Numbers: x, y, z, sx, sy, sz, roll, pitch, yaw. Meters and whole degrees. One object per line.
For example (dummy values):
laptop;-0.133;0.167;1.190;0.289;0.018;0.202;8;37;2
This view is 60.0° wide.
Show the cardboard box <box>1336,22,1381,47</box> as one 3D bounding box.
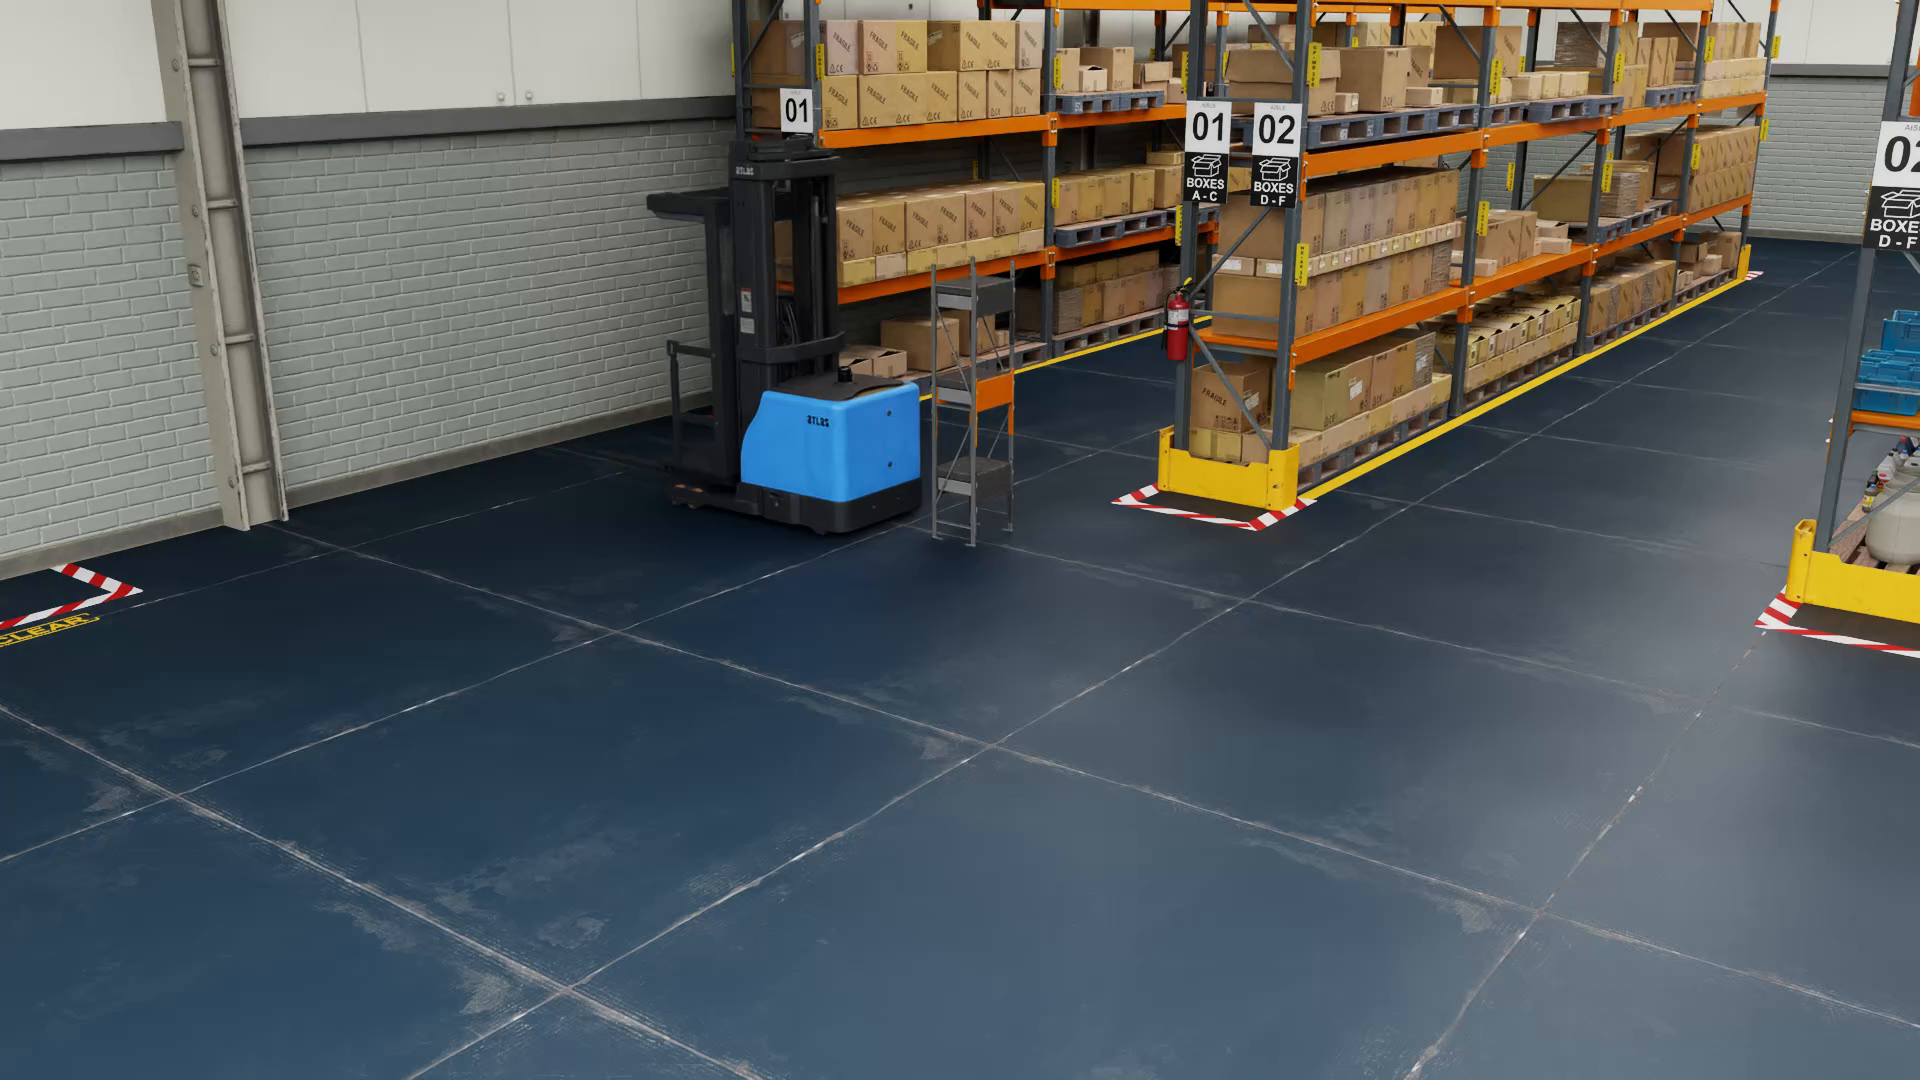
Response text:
cardboard box;6.061;-7.631;25.314;0.500;0.500;0.500;12;21;34

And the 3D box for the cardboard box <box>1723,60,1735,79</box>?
cardboard box;10.485;-6.577;23.218;0.500;0.250;0.500;12;21;35

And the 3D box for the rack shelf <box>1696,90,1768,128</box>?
rack shelf;10.584;-6.235;23.918;1.077;0.370;4.000;12;21;35

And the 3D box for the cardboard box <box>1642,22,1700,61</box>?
cardboard box;9.651;-6.750;22.509;0.700;0.500;0.500;12;21;35

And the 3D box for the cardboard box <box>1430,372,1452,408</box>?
cardboard box;4.525;-1.502;16.452;0.500;0.250;0.500;12;21;35

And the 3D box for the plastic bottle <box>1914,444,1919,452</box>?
plastic bottle;7.903;-0.688;13.627;0.144;0.351;0.185;12;21;35

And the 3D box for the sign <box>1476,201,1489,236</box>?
sign;5.072;-3.117;16.132;0.100;0.325;0.005;12;21;35

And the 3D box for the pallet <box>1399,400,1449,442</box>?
pallet;4.118;-1.250;16.414;1.003;0.211;1.213;12;21;35

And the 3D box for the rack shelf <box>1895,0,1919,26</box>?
rack shelf;7.409;-3.742;11.507;1.077;0.370;4.000;12;21;35

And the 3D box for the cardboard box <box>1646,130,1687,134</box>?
cardboard box;10.089;-5.603;23.875;0.500;0.500;0.500;13;21;35

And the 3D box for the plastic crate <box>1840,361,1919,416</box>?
plastic crate;6.276;-1.036;11.273;0.499;0.251;0.616;12;21;35

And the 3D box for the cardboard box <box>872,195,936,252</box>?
cardboard box;-0.597;-3.280;17.204;0.500;0.500;0.500;12;21;33

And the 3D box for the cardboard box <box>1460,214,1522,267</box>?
cardboard box;5.708;-3.236;17.939;0.500;0.500;0.500;12;21;35

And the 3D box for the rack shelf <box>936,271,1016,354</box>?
rack shelf;0.099;-1.698;12.356;0.431;0.518;0.480;12;21;35

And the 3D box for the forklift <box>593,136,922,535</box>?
forklift;-1.787;-1.766;13.489;3.031;2.935;1.130;13;21;35

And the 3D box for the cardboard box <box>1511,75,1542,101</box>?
cardboard box;5.814;-4.770;17.533;0.500;0.250;0.500;10;20;30

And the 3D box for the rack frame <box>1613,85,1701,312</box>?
rack frame;9.392;-4.669;22.722;1.000;3.000;0.127;12;21;35

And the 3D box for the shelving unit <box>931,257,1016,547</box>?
shelving unit;0.099;-1.042;12.559;0.431;2.100;0.503;12;21;35

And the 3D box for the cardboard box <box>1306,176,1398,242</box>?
cardboard box;3.469;-2.966;14.880;0.700;0.500;0.500;12;21;35

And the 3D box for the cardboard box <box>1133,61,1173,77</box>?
cardboard box;2.414;-5.950;21.586;0.500;0.500;0.500;12;21;35

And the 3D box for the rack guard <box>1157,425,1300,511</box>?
rack guard;2.228;-0.612;13.871;1.175;0.500;0.348;12;21;35

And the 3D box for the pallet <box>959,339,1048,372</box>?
pallet;0.273;-2.140;19.281;1.003;0.211;1.213;12;21;35

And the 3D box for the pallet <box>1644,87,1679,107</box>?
pallet;8.332;-5.622;21.048;1.213;0.211;1.003;12;21;35

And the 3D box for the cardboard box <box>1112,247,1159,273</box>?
cardboard box;2.251;-3.660;21.681;0.500;0.250;0.500;13;21;36

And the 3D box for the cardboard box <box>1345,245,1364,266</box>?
cardboard box;3.263;-2.470;14.379;0.380;0.149;0.250;12;21;33

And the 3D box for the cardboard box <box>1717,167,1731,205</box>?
cardboard box;10.819;-5.153;24.111;0.500;0.500;0.500;12;21;34

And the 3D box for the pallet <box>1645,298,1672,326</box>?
pallet;8.938;-3.137;22.490;1.003;0.211;1.213;12;21;35

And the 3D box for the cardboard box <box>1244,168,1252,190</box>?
cardboard box;3.843;-4.984;23.032;0.500;0.500;0.500;13;22;36

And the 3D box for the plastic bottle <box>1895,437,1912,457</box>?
plastic bottle;7.674;-0.669;13.565;0.144;0.351;0.185;11;21;32

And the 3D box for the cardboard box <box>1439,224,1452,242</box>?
cardboard box;4.486;-2.960;15.956;0.380;0.149;0.250;12;21;34

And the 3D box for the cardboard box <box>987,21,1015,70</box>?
cardboard box;0.244;-5.305;17.824;0.500;0.500;0.500;14;22;38

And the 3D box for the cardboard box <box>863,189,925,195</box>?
cardboard box;-0.716;-3.494;17.891;0.500;0.500;0.500;13;21;35

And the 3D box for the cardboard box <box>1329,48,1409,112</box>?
cardboard box;3.451;-3.906;14.094;0.500;0.500;0.500;12;21;35

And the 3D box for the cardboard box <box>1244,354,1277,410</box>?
cardboard box;2.907;-1.478;15.109;0.500;0.500;0.500;12;21;35

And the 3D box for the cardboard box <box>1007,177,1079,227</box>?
cardboard box;0.975;-4.011;19.693;0.700;0.500;0.500;12;21;35

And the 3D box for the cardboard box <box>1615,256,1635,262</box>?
cardboard box;8.908;-3.614;22.795;0.500;0.500;0.500;11;21;32

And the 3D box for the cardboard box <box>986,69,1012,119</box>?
cardboard box;0.231;-4.846;18.031;0.500;0.500;0.500;10;20;30

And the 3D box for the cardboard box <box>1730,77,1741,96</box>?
cardboard box;10.776;-6.459;23.681;0.500;0.250;0.500;12;21;35

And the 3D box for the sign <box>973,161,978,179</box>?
sign;0.197;-4.289;19.544;0.100;0.325;0.005;12;21;35

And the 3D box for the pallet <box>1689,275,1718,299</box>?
pallet;10.528;-3.793;24.602;1.003;0.211;1.213;12;21;35

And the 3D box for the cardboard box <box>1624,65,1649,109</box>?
cardboard box;7.855;-5.552;20.338;0.910;0.500;0.500;12;21;35

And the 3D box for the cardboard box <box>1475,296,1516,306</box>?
cardboard box;6.155;-2.672;19.274;0.500;0.311;0.500;12;21;33

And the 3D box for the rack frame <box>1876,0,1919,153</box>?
rack frame;6.218;-3.800;9.807;1.000;3.000;0.127;12;21;35

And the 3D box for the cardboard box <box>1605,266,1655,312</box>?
cardboard box;8.728;-3.282;21.727;0.500;0.500;0.500;13;21;35

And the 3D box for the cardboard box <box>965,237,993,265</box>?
cardboard box;0.015;-3.170;18.114;0.500;0.250;0.500;12;21;34

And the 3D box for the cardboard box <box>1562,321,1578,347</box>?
cardboard box;6.891;-2.436;19.457;0.500;0.250;0.500;13;21;36

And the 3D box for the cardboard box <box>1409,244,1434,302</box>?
cardboard box;4.057;-2.578;15.819;0.700;0.500;0.500;12;21;34

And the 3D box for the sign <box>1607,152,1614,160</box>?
sign;8.952;-5.177;22.897;0.100;0.325;0.005;12;21;35

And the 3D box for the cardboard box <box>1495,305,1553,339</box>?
cardboard box;6.287;-2.459;18.587;0.500;0.311;0.500;12;21;34

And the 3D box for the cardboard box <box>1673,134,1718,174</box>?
cardboard box;10.206;-5.380;23.156;0.500;0.500;0.500;12;21;33

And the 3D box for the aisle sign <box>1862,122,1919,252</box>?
aisle sign;5.936;-2.212;10.425;0.394;0.787;0.004;12;21;35

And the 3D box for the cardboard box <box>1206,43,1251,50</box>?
cardboard box;3.544;-6.543;22.786;0.700;0.500;0.500;11;20;32

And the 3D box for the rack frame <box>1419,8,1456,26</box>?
rack frame;7.795;-9.362;27.716;1.000;3.000;0.127;12;21;35

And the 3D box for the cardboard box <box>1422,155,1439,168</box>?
cardboard box;7.499;-6.517;28.165;0.980;0.700;0.700;14;22;37
